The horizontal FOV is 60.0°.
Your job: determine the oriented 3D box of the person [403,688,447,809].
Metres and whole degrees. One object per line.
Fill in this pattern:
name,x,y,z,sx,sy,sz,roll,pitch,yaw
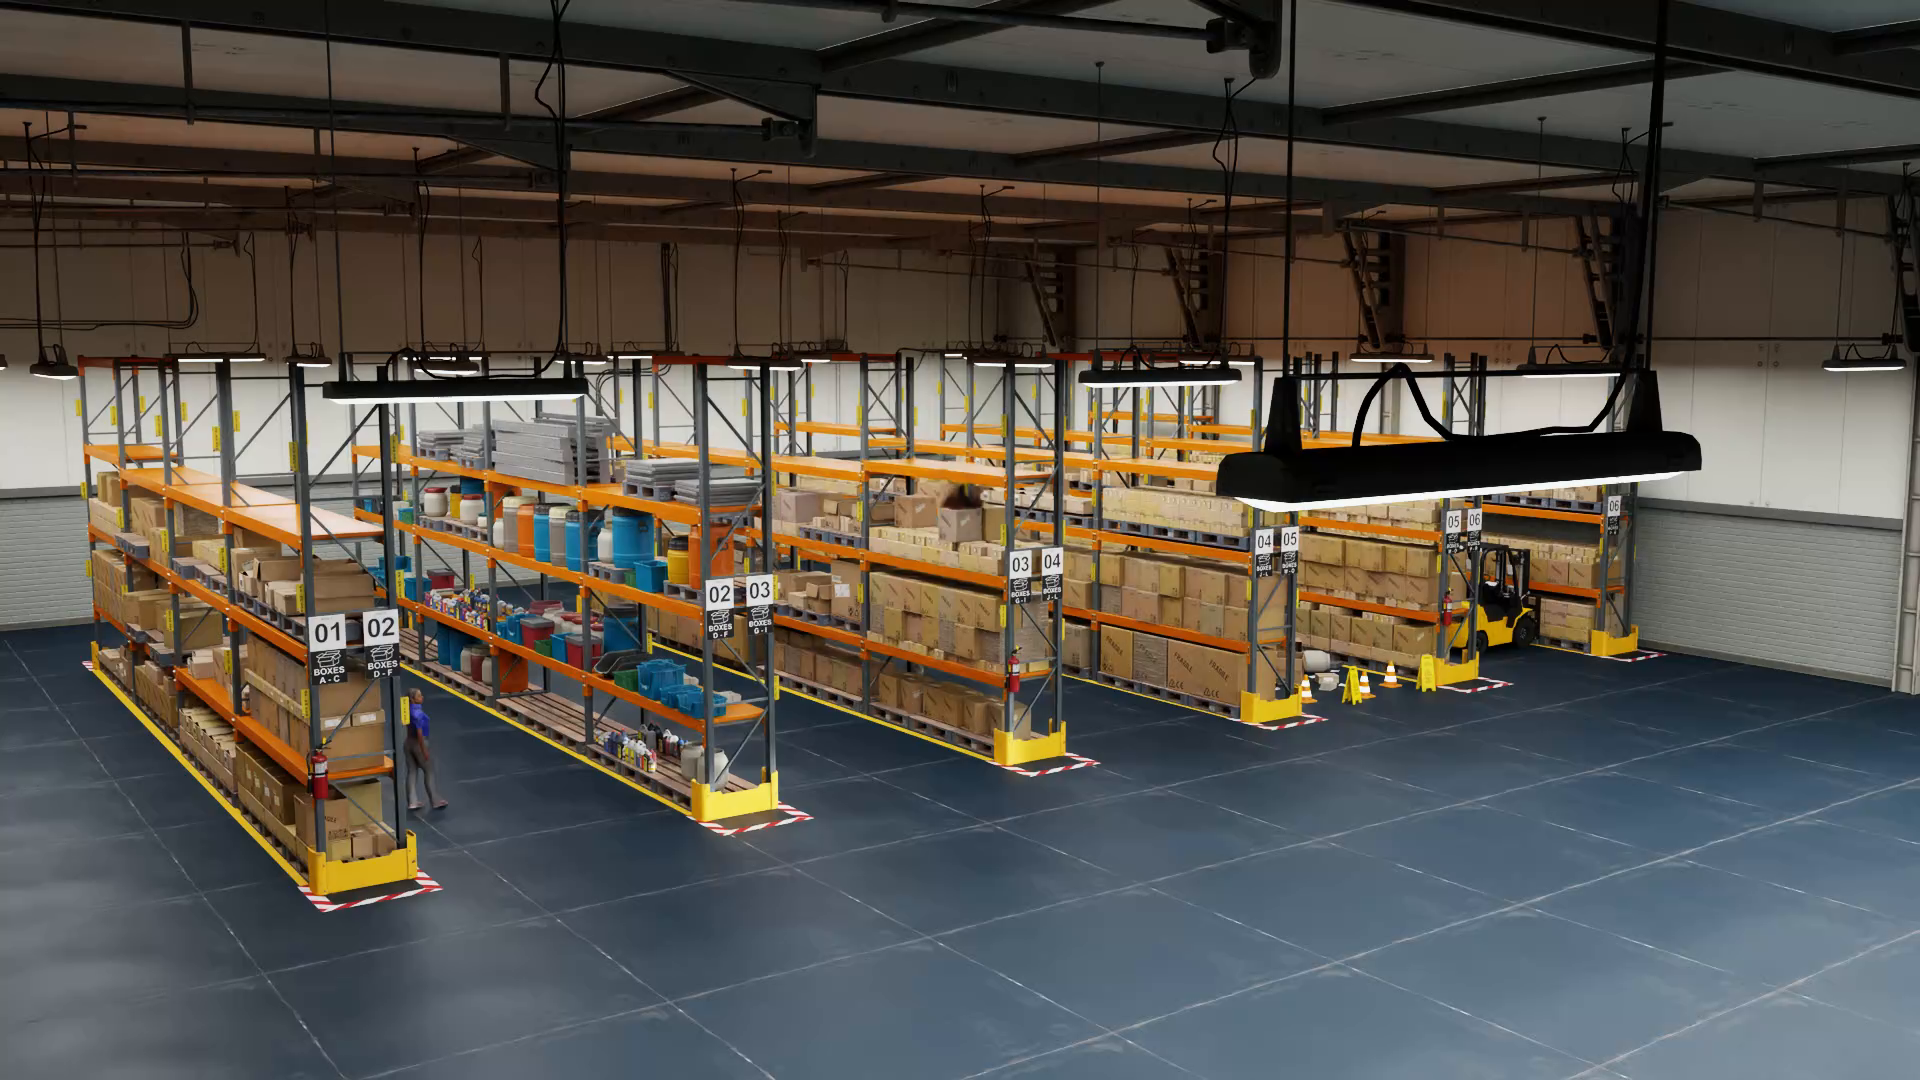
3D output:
person,-7.261,2.796,22.462,0.475,1.655,0.522,5,9,36

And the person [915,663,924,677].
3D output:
person,-0.725,1.764,31.221,0.596,1.703,0.722,-4,8,-31
